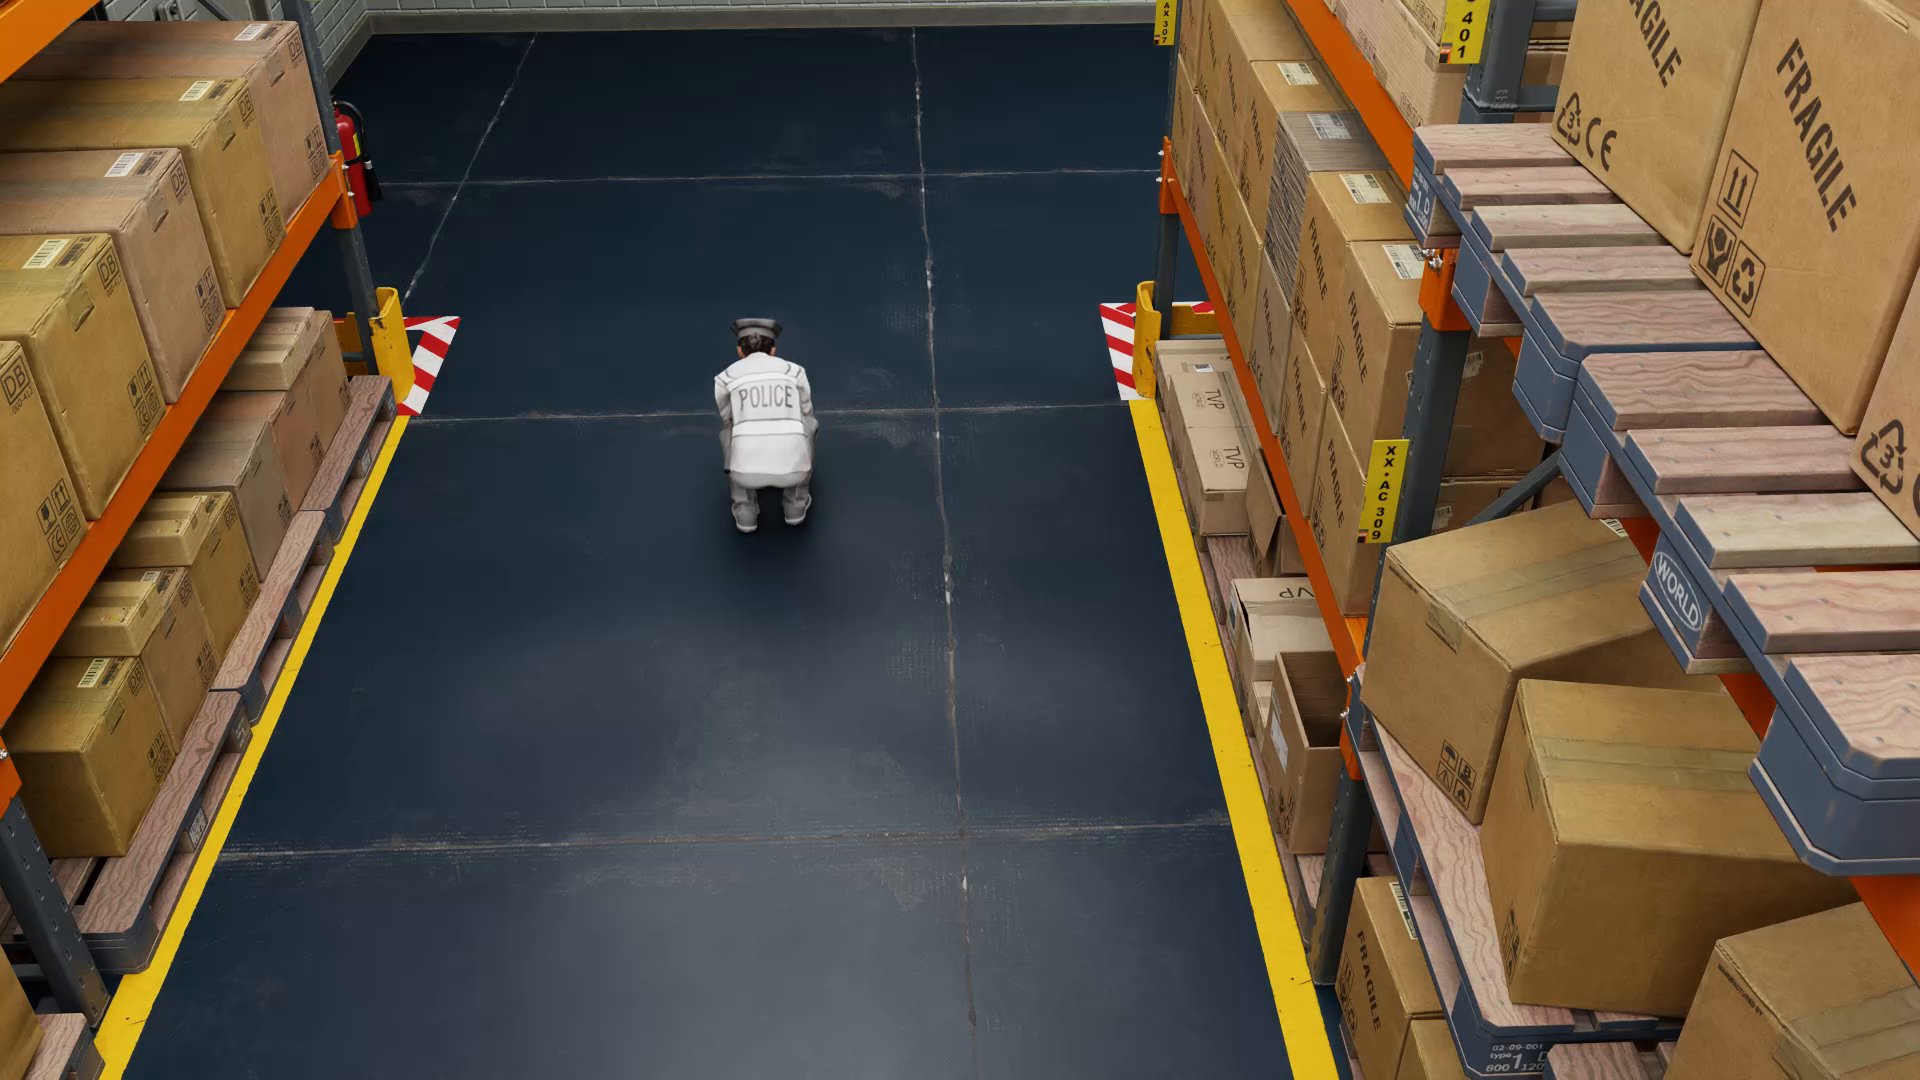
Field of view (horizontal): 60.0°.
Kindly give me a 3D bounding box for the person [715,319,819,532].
[{"bbox_3d":[-0.886,-0.515,7.631,0.470,0.850,0.868,-2,35,-2],"label":"person"}]
